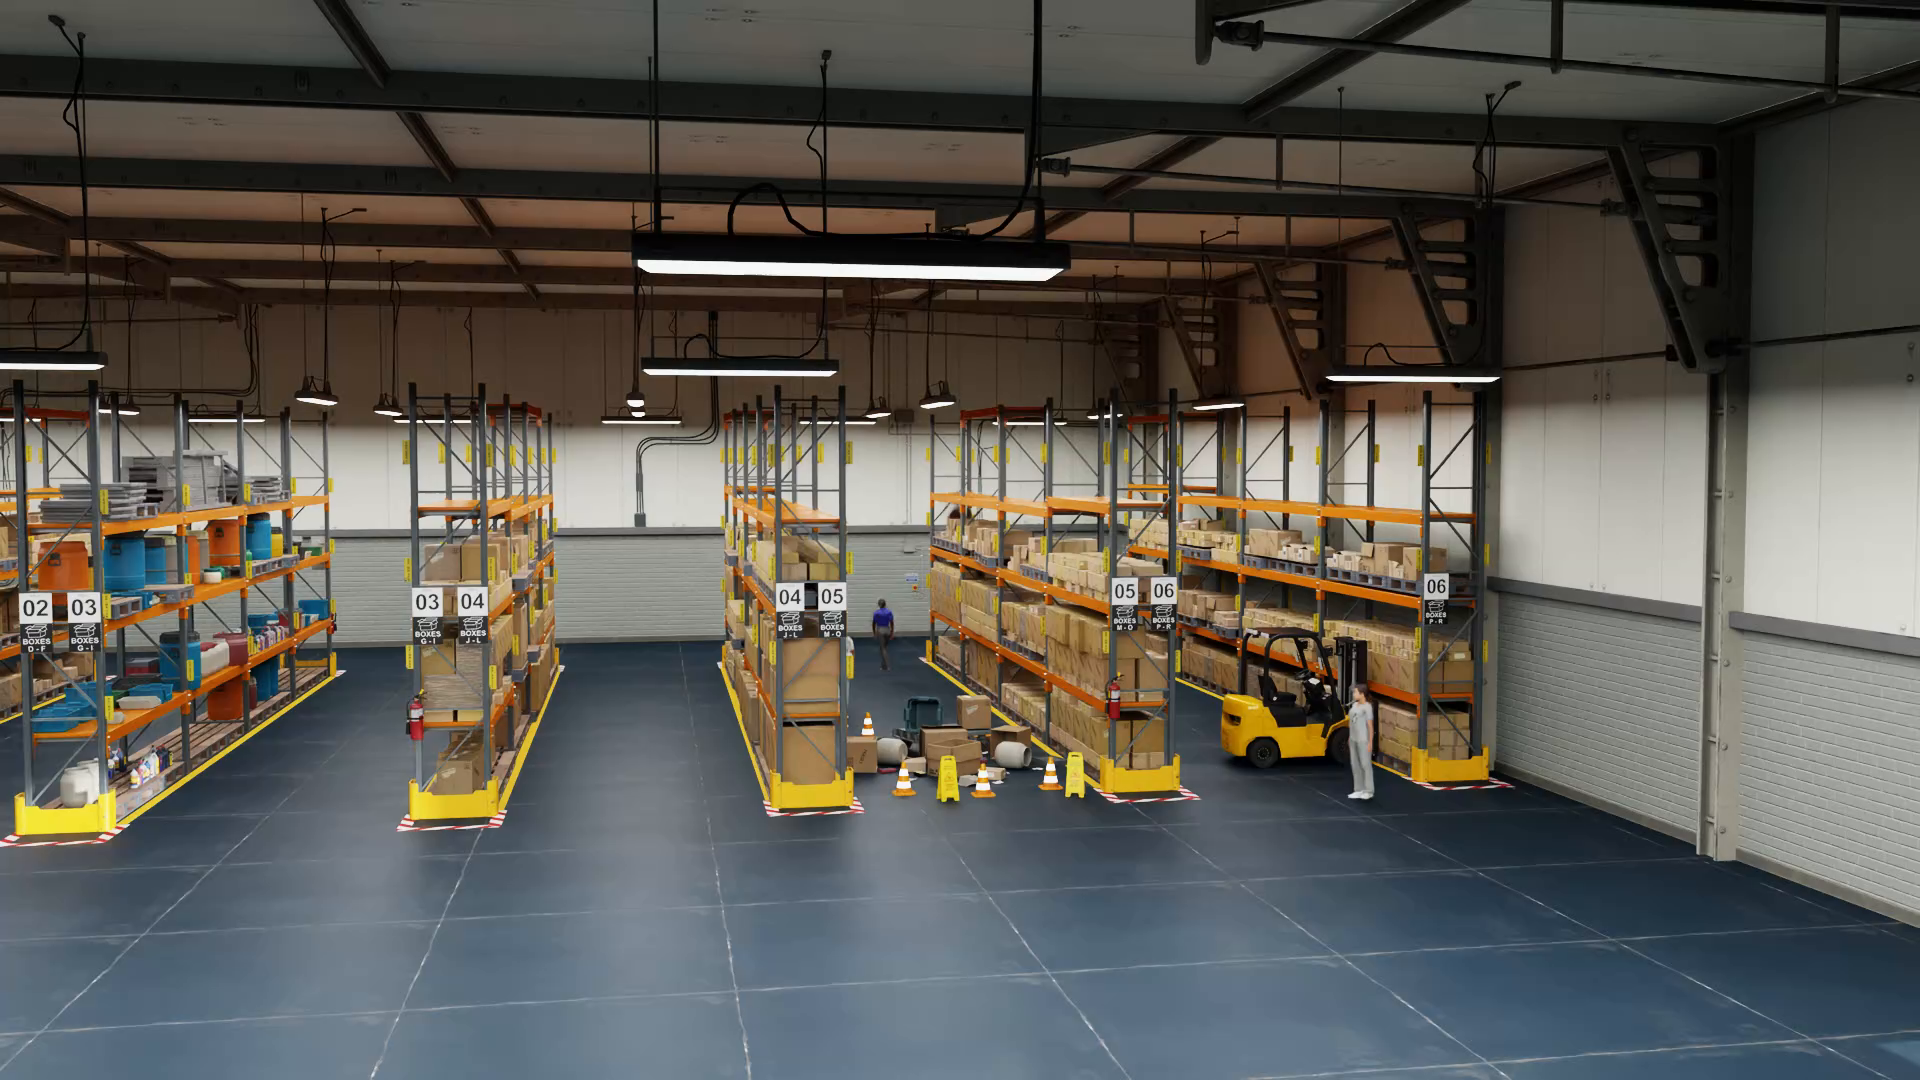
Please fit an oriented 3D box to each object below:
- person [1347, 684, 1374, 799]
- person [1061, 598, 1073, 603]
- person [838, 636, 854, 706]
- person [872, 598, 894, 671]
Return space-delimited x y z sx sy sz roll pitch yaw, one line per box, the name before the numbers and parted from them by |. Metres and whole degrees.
person | 5.860 2.946 24.238 0.375 1.707 0.542 -1 3 -25
person | 2.414 1.989 39.125 0.613 1.789 0.684 -2 3 -33
person | -2.349 2.487 33.145 0.486 1.667 0.445 -1 3 -11
person | -1.757 2.142 37.287 0.432 1.666 0.654 -2 4 -36
